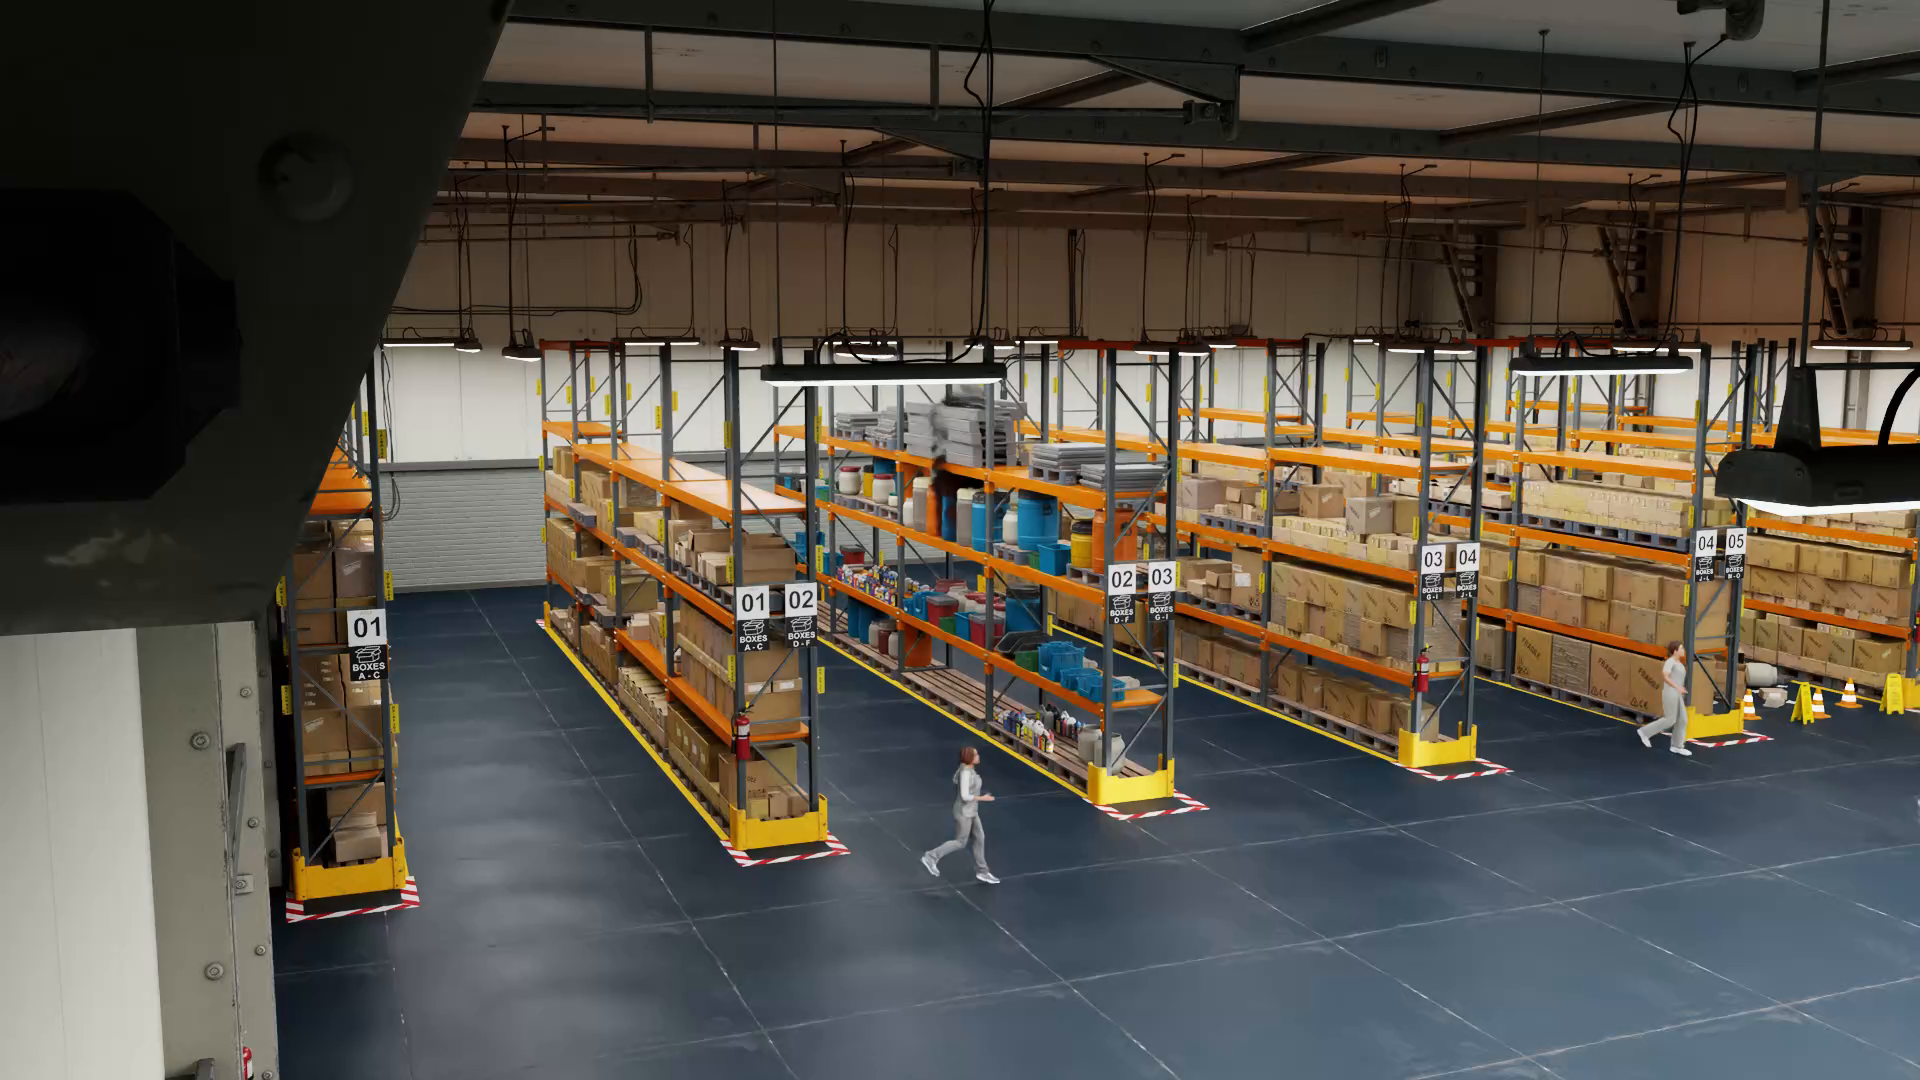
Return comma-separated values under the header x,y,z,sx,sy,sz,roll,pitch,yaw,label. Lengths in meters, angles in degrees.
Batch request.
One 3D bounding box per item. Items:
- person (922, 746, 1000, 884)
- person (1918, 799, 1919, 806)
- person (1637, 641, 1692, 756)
x,y,z,sx,sy,sz,roll,pitch,yaw,label
0.016,3.107,18.838,0.872,1.601,0.551,1,7,6,person
12.113,2.911,20.208,0.716,1.645,0.730,1,7,7,person
10.556,2.313,24.729,0.765,1.655,0.611,6,9,36,person
